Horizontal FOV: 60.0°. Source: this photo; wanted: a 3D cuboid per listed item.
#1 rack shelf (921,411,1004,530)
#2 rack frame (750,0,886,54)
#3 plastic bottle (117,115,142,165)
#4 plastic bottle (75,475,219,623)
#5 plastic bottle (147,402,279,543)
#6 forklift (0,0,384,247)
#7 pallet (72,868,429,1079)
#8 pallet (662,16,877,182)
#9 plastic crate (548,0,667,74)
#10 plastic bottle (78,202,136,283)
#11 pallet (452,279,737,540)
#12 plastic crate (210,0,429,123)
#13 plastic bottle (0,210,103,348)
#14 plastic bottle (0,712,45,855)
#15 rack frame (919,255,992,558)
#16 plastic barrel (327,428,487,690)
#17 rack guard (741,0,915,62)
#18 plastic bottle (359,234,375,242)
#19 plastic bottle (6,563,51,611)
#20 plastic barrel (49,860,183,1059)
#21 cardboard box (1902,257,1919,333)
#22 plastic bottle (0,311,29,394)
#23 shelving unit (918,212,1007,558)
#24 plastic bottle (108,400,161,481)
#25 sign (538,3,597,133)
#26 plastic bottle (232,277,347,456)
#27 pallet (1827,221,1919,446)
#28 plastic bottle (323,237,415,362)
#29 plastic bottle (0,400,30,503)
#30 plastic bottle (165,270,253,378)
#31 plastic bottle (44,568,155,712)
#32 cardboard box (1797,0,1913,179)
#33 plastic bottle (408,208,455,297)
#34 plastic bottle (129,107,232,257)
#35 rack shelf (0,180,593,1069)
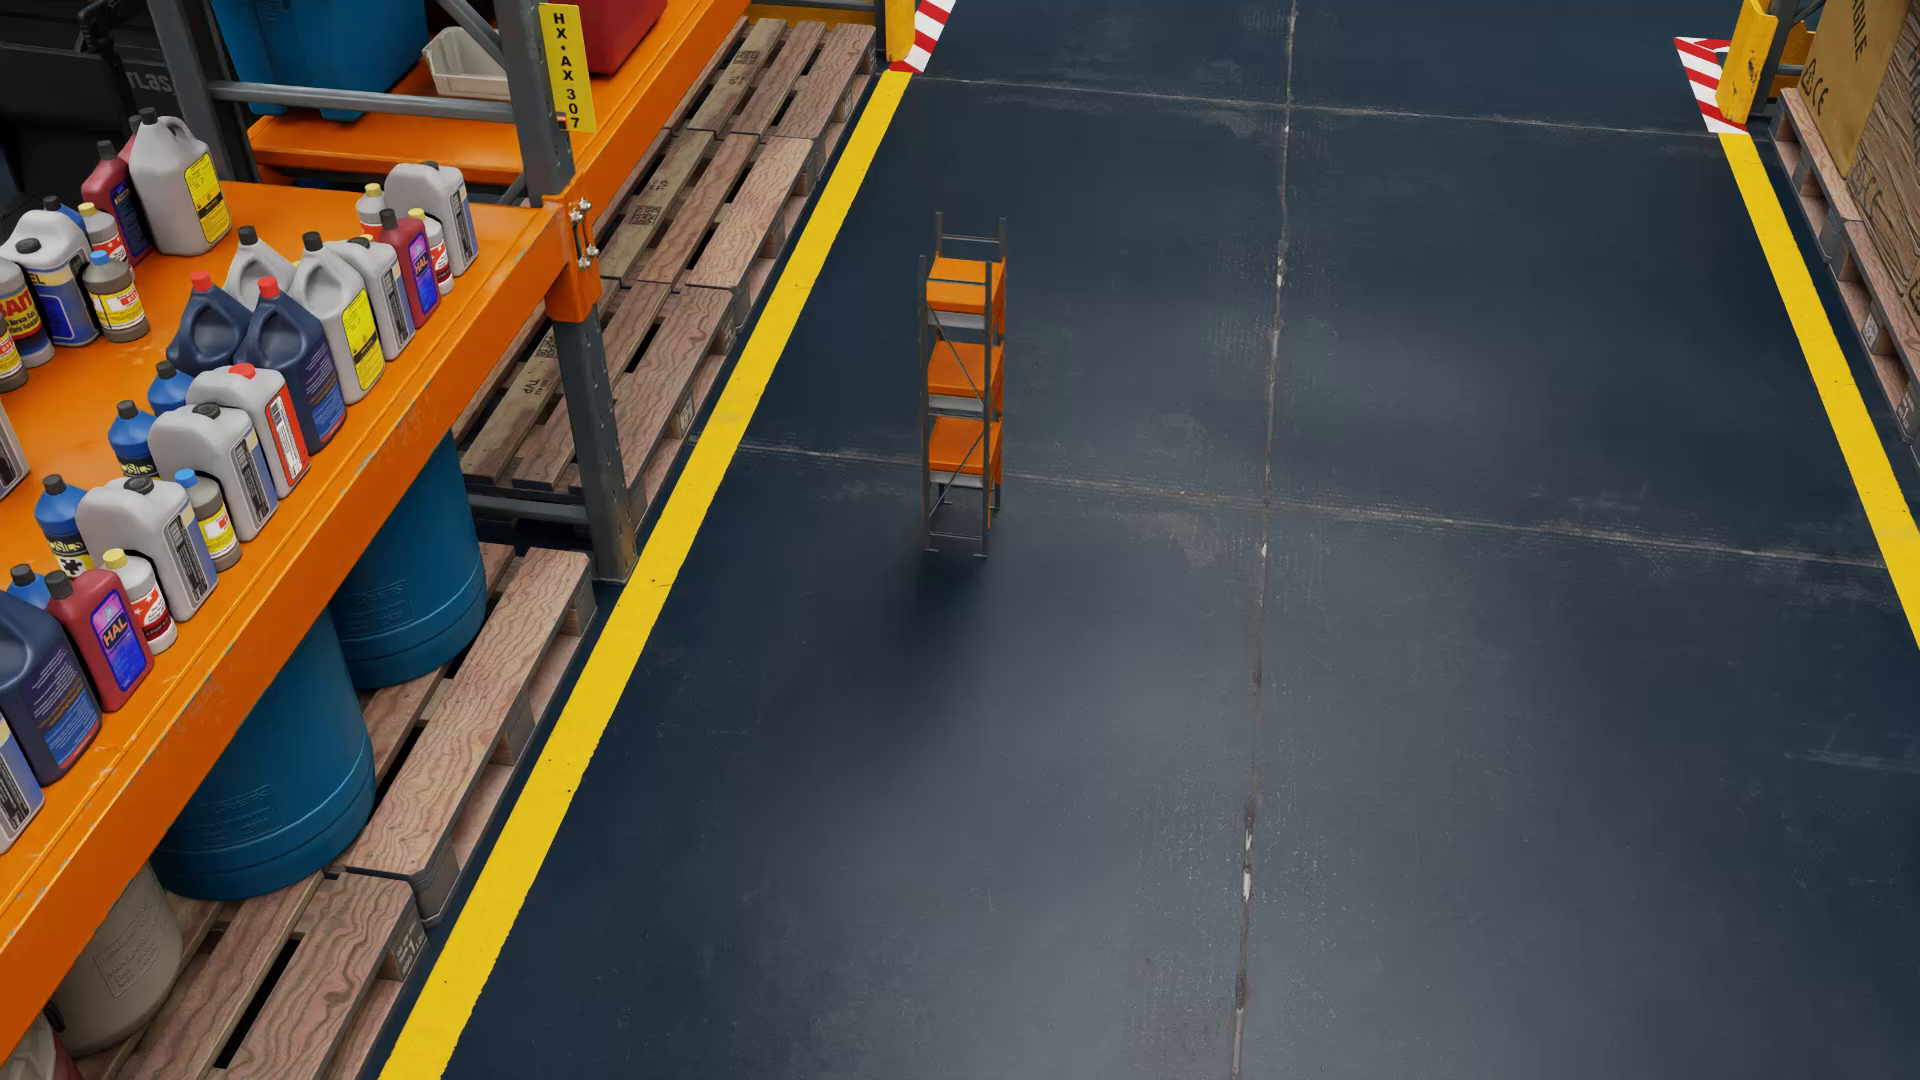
[{"bbox_3d":[0.009,-0.216,5.140,0.215,0.259,0.240,6,40,8],"label":"rack shelf"},{"bbox_3d":[-0.809,-3.619,7.273,1.000,3.000,0.127,6,40,8],"label":"rack frame"},{"bbox_3d":[-1.985,-0.880,4.052,0.061,0.283,0.133,6,40,8],"label":"plastic bottle"},{"bbox_3d":[-1.465,-0.002,2.995,0.152,0.276,0.135,6,40,8],"label":"plastic bottle"},{"bbox_3d":[-1.425,-0.147,3.171,0.152,0.276,0.135,6,40,8],"label":"plastic bottle"},{"bbox_3d":[-3.077,-1.956,5.316,1.130,2.935,3.031,9,40,11],"label":"forklift"},{"bbox_3d":[-1.884,1.214,3.616,1.003,0.211,1.213,6,40,8],"label":"pallet"},{"bbox_3d":[-0.990,-2.031,7.540,1.003,0.211,1.213,6,40,8],"label":"pallet"},{"bbox_3d":[-1.100,-1.689,4.841,0.402,0.464,0.583,6,40,8],"label":"plastic crate"},{"bbox_3d":[-2.010,-0.690,3.887,0.097,0.201,0.097,0,40,0],"label":"plastic bottle"},{"bbox_3d":[-1.412,-0.499,5.688,1.003,0.211,1.213,6,40,8],"label":"pallet"},{"bbox_3d":[-1.756,-1.456,4.622,0.392,0.384,0.575,6,40,8],"label":"plastic crate"},{"bbox_3d":[-2.020,-0.582,3.698,0.152,0.276,0.135,6,40,8],"label":"plastic bottle"},{"bbox_3d":[-1.560,0.344,2.578,0.152,0.276,0.135,6,40,8],"label":"plastic bottle"},{"bbox_3d":[-0.012,-0.362,4.863,0.200,1.050,0.008,6,40,8],"label":"rack frame"},{"bbox_3d":[-1.612,-0.122,4.361,0.600,0.901,0.708,6,40,8],"label":"plastic barrel"},{"bbox_3d":[-0.818,-2.672,8.089,1.175,0.500,0.348,6,40,8],"label":"rack guard"},{"bbox_3d":[-1.327,-0.596,3.773,0.097,0.201,0.097,0,40,0],"label":"plastic bottle"},{"bbox_3d":[-1.541,0.153,2.812,0.097,0.271,0.097,0,40,0],"label":"plastic bottle"},{"bbox_3d":[-1.920,0.817,3.530,0.421,0.512,0.421,0,40,0],"label":"plastic barrel"},{"bbox_3d":[3.726,-0.875,5.293,0.875,0.875,0.875,6,40,8],"label":"cardboard box"},{"bbox_3d":[-2.084,-0.423,3.563,0.097,0.201,0.097,0,40,0],"label":"plastic bottle"},{"bbox_3d":[0.009,-0.438,4.956,0.215,1.050,0.252,6,40,8],"label":"shelving unit"},{"bbox_3d":[-1.551,-0.148,3.175,0.097,0.271,0.097,0,40,0],"label":"plastic bottle"},{"bbox_3d":[-0.960,-1.153,4.073,0.100,0.325,0.005,6,40,8],"label":"sign"},{"bbox_3d":[-1.370,-0.360,3.370,0.144,0.351,0.185,6,40,8],"label":"plastic bottle"},{"bbox_3d":[3.795,-0.724,5.960,1.003,0.211,1.213,6,40,8],"label":"pallet"},{"bbox_3d":[-1.314,-0.548,3.656,0.152,0.276,0.135,6,40,8],"label":"plastic bottle"},{"bbox_3d":[-1.967,-0.214,3.252,0.152,0.276,0.135,6,40,8],"label":"plastic bottle"},{"bbox_3d":[-1.512,-0.376,3.390,0.144,0.351,0.185,6,40,8],"label":"plastic bottle"},{"bbox_3d":[-1.460,0.146,2.811,0.061,0.283,0.133,6,40,8],"label":"plastic bottle"},{"bbox_3d":[4.037,-2.005,6.659,0.875,0.875,0.875,6,40,8],"label":"cardboard box"},{"bbox_3d":[-1.244,-0.673,3.866,0.097,0.201,0.097,0,40,0],"label":"plastic bottle"},{"bbox_3d":[-1.888,-0.879,3.997,0.144,0.351,0.185,6,40,8],"label":"plastic bottle"},{"bbox_3d":[-1.847,0.424,2.947,1.077,0.370,4.000,6,40,8],"label":"rack shelf"}]
